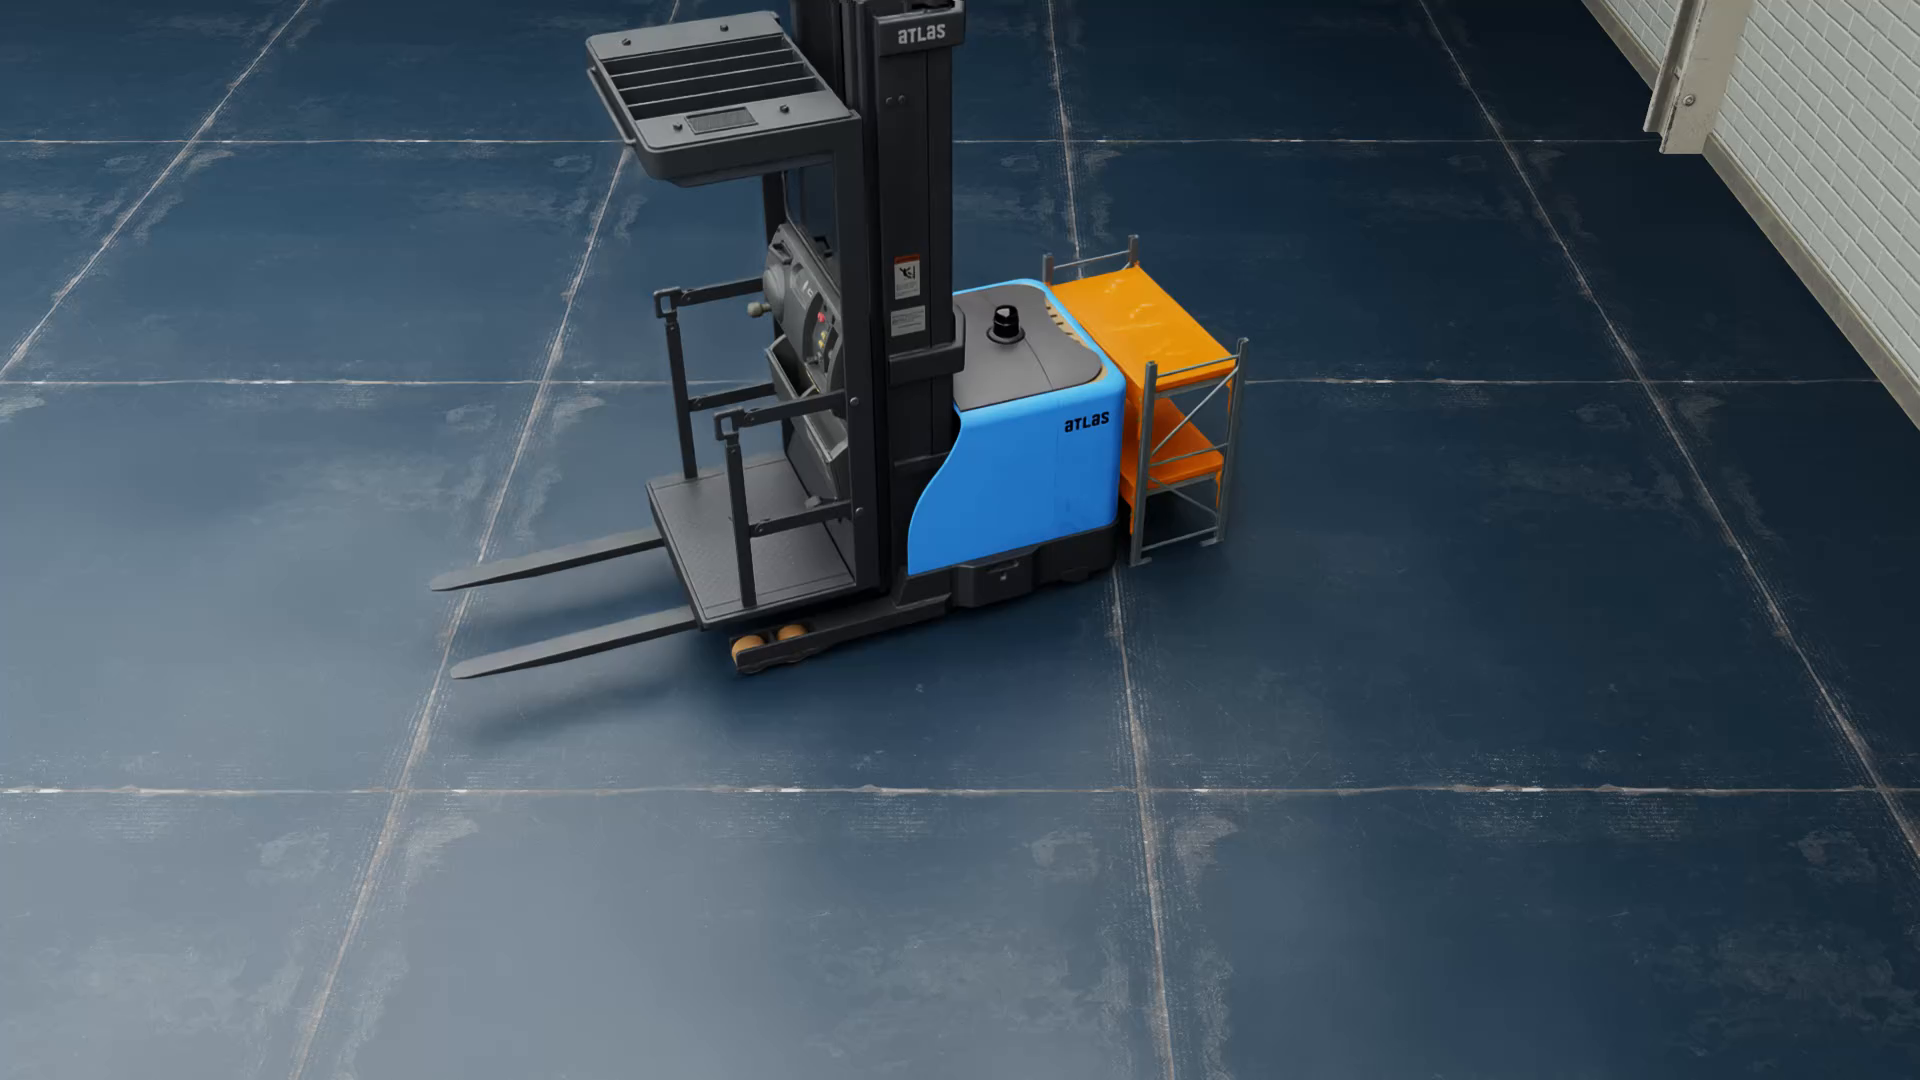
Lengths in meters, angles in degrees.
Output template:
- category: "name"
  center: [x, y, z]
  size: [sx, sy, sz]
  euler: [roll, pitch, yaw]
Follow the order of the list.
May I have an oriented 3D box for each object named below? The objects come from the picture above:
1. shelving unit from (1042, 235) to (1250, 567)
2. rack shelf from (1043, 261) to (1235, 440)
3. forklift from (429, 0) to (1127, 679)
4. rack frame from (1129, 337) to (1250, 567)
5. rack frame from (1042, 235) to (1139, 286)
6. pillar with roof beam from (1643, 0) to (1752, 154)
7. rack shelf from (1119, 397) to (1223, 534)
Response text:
- category: "shelving unit"
  center: [0.832, -0.674, 7.934]
  size: [0.538, 1.125, 1.048]
  euler: [-15, 41, -18]
- category: "rack shelf"
  center: [0.832, -0.902, 7.750]
  size: [0.538, 0.278, 1.000]
  euler: [-15, 41, -18]
- category: "forklift"
  center: [-0.834, -0.937, 6.821]
  size: [3.031, 2.935, 1.130]
  euler: [-14, 41, -17]
- category: "rack frame"
  center: [1.035, -0.382, 7.571]
  size: [0.500, 1.125, 0.032]
  euler: [-15, 41, -18]
- category: "rack frame"
  center: [0.628, -0.967, 8.297]
  size: [0.500, 1.125, 0.032]
  euler: [-15, 41, -18]
- category: "pillar with roof beam"
  center: [0.600, -6.250, 8.599]
  size: [9.100, 9.000, 0.400]
  euler: [0, 39, 0]
- category: "rack shelf"
  center: [0.832, -0.484, 8.087]
  size: [0.538, 0.278, 1.000]
  euler: [-15, 41, -18]
